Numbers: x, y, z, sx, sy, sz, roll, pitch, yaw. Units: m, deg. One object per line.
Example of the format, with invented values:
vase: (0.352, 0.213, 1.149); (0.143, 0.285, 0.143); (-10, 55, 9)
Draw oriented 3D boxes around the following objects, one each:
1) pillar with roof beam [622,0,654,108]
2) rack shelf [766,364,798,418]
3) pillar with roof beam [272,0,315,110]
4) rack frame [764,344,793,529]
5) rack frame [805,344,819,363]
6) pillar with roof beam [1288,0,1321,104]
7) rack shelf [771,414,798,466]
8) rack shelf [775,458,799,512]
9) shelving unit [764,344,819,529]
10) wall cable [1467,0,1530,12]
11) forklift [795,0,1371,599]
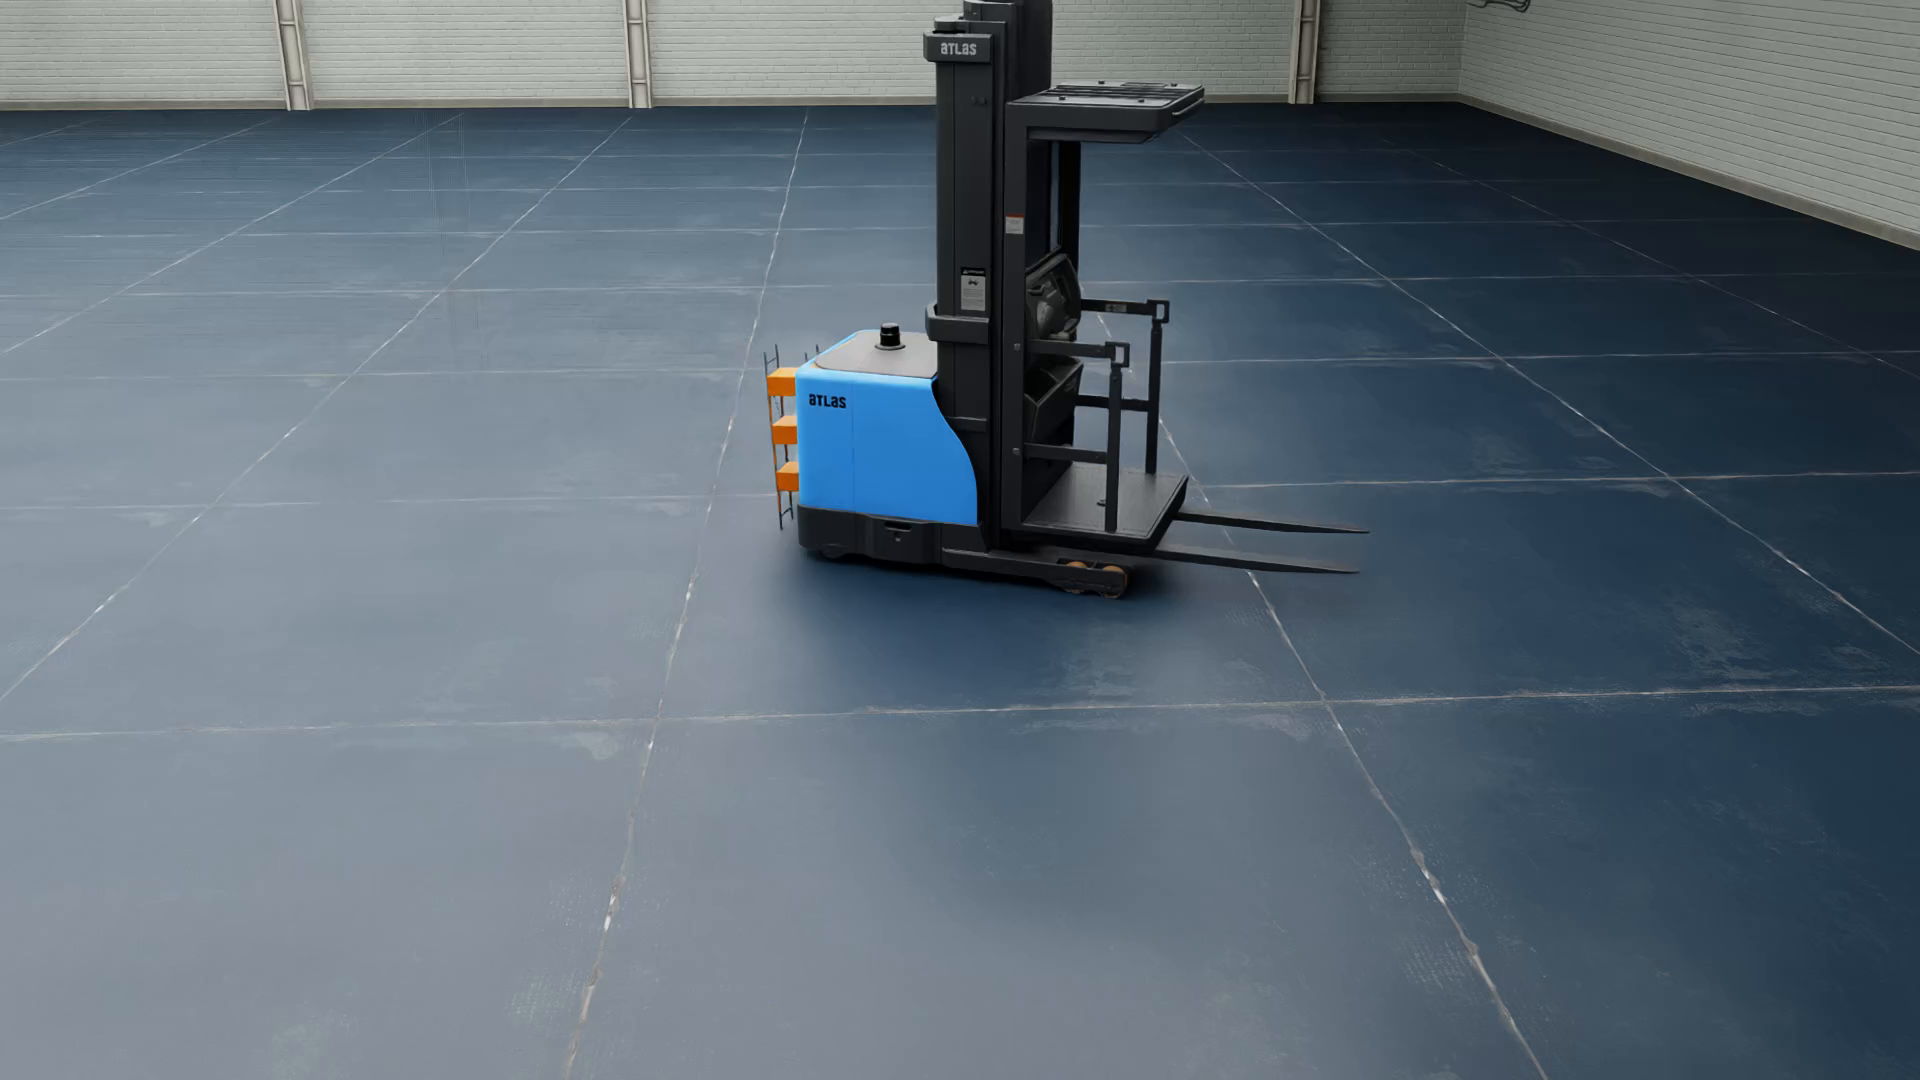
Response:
pillar with roof beam: (-5.480, -10.460, 24.285); (0.400, 9.000, 9.100); (-1, 21, -3)
rack shelf: (-0.935, -0.840, 9.403); (0.240, 0.259, 0.215); (2, 21, 15)
pillar with roof beam: (-11.470, -10.338, 23.965); (0.400, 9.000, 9.100); (-1, 21, -3)
rack frame: (-1.038, -0.588, 9.528); (0.008, 1.050, 0.200); (2, 21, 15)
rack frame: (-0.803, -0.578, 9.465); (0.008, 1.050, 0.200); (2, 21, 15)
pillar with roof beam: (6.501, -10.704, 24.925); (0.400, 9.000, 9.100); (-1, 21, -3)
rack shelf: (-0.920, -0.573, 9.500); (0.240, 0.259, 0.215); (2, 21, 15)
rack shelf: (-0.905, -0.313, 9.596); (0.240, 0.259, 0.215); (2, 21, 15)
shelving unit: (-0.920, -0.583, 9.497); (0.252, 1.050, 0.215); (2, 21, 15)
wall cable: (9.271, -10.372, 28.417); (0.112, 2.526, 3.097); (-1, 21, -3)
forklift: (0.678, -1.277, 8.694); (3.031, 2.935, 1.130); (7, 22, 17)
